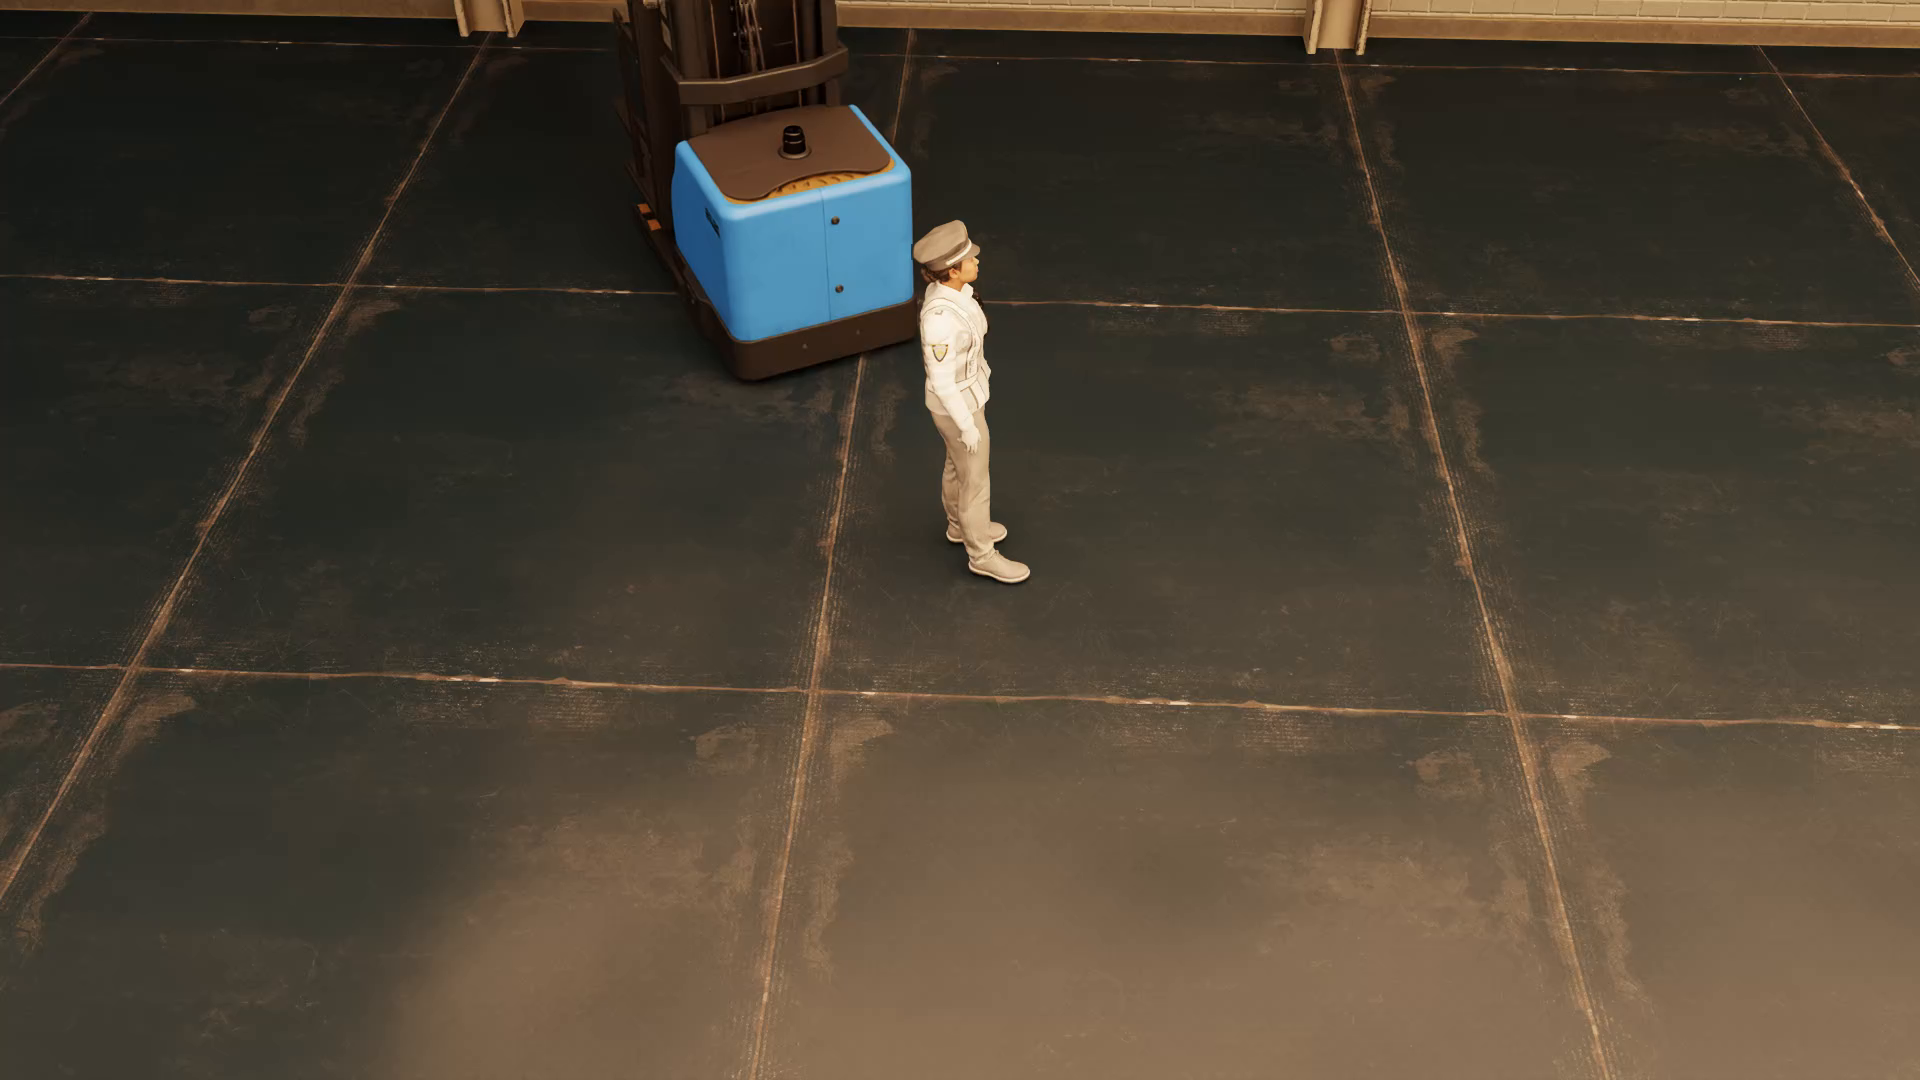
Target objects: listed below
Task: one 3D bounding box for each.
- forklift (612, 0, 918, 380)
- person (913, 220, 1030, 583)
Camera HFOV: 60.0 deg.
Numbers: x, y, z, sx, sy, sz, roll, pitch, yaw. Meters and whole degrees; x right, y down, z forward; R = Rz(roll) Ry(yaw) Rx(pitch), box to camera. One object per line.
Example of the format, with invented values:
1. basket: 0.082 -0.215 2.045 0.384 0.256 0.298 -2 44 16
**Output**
1. forklift: -1.302 -2.920 8.941 1.130 2.935 3.031 -17 45 -18
2. person: 0.069 -0.624 7.333 0.529 1.694 0.587 2 42 2
